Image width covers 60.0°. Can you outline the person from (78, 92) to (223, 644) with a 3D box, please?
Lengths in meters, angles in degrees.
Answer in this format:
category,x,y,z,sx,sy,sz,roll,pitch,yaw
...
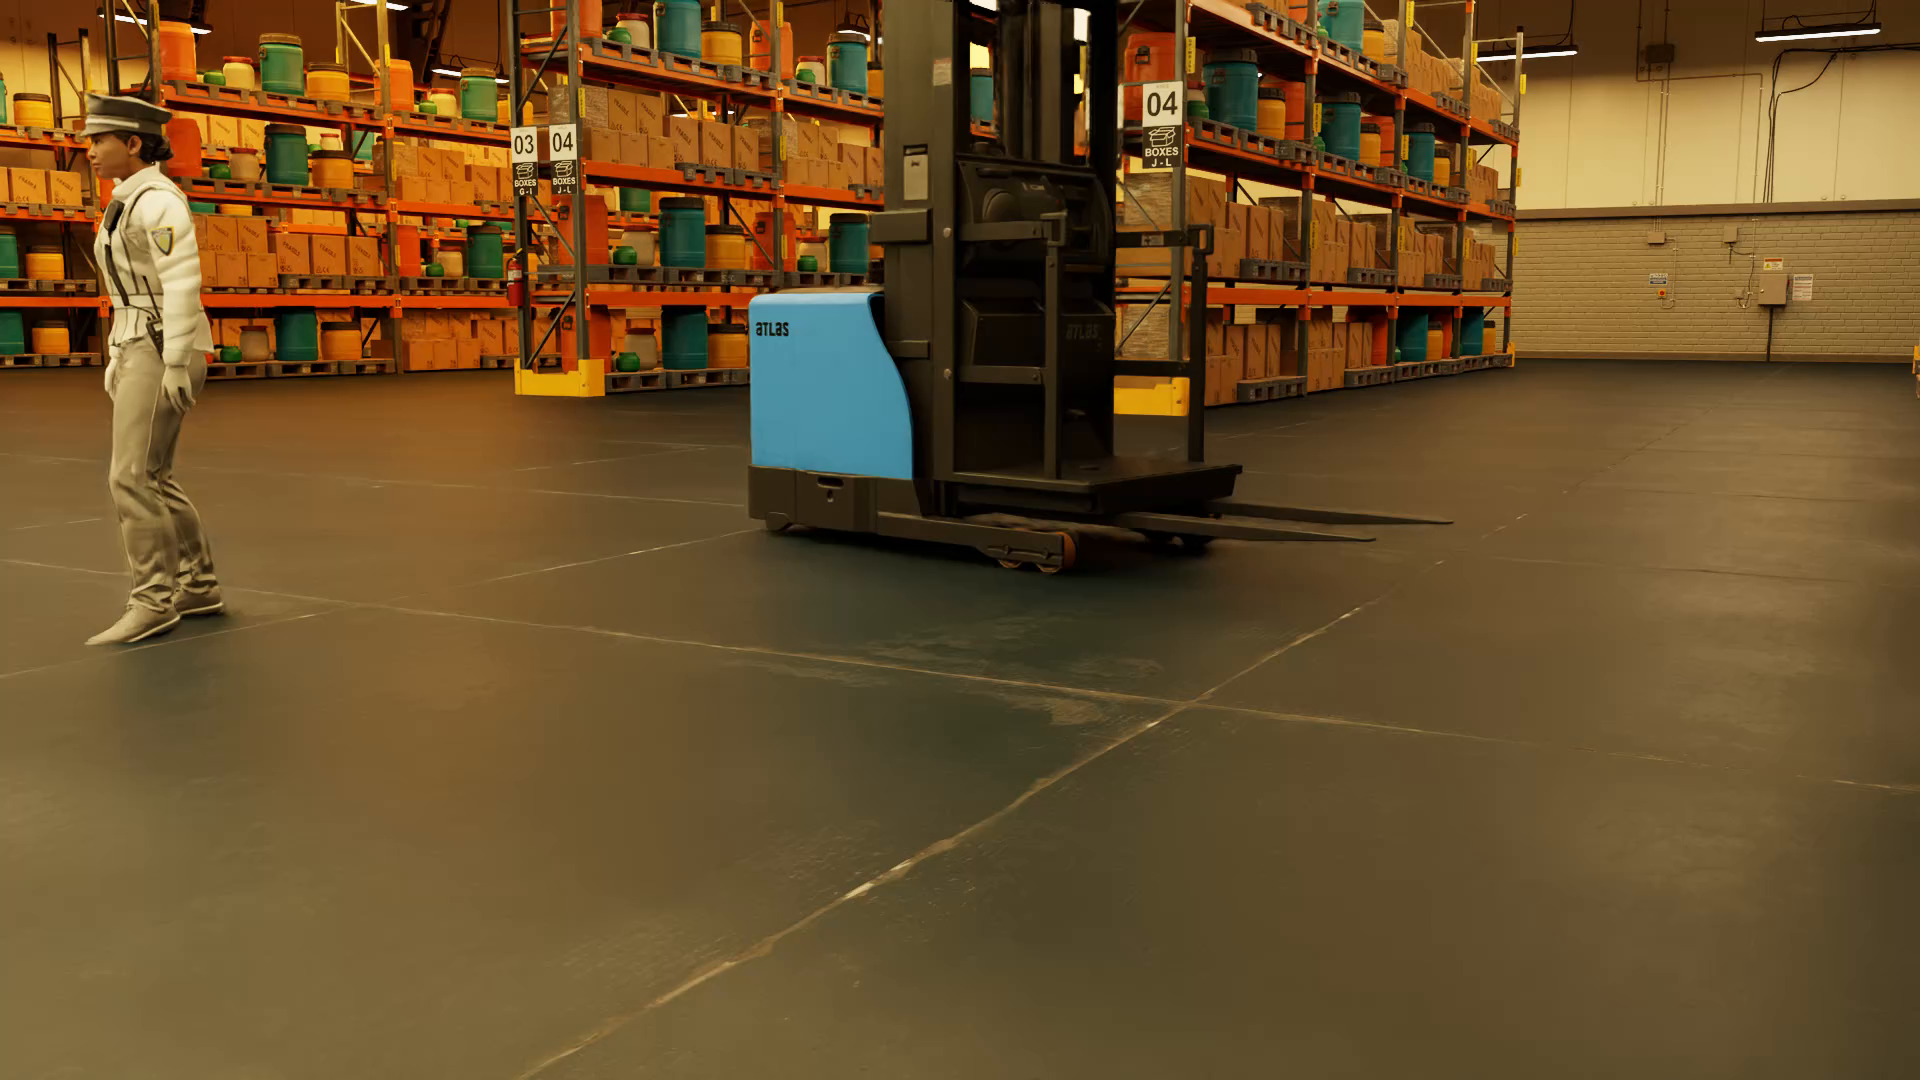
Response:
category,x,y,z,sx,sy,sz,roll,pitch,yaw
person,-2.592,-0.534,5.240,0.458,1.692,0.560,-6,10,-35

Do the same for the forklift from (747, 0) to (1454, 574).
category,x,y,z,sx,sy,sz,roll,pitch,yaw
forklift,0.480,-1.402,6.754,3.031,2.935,1.130,7,10,41
